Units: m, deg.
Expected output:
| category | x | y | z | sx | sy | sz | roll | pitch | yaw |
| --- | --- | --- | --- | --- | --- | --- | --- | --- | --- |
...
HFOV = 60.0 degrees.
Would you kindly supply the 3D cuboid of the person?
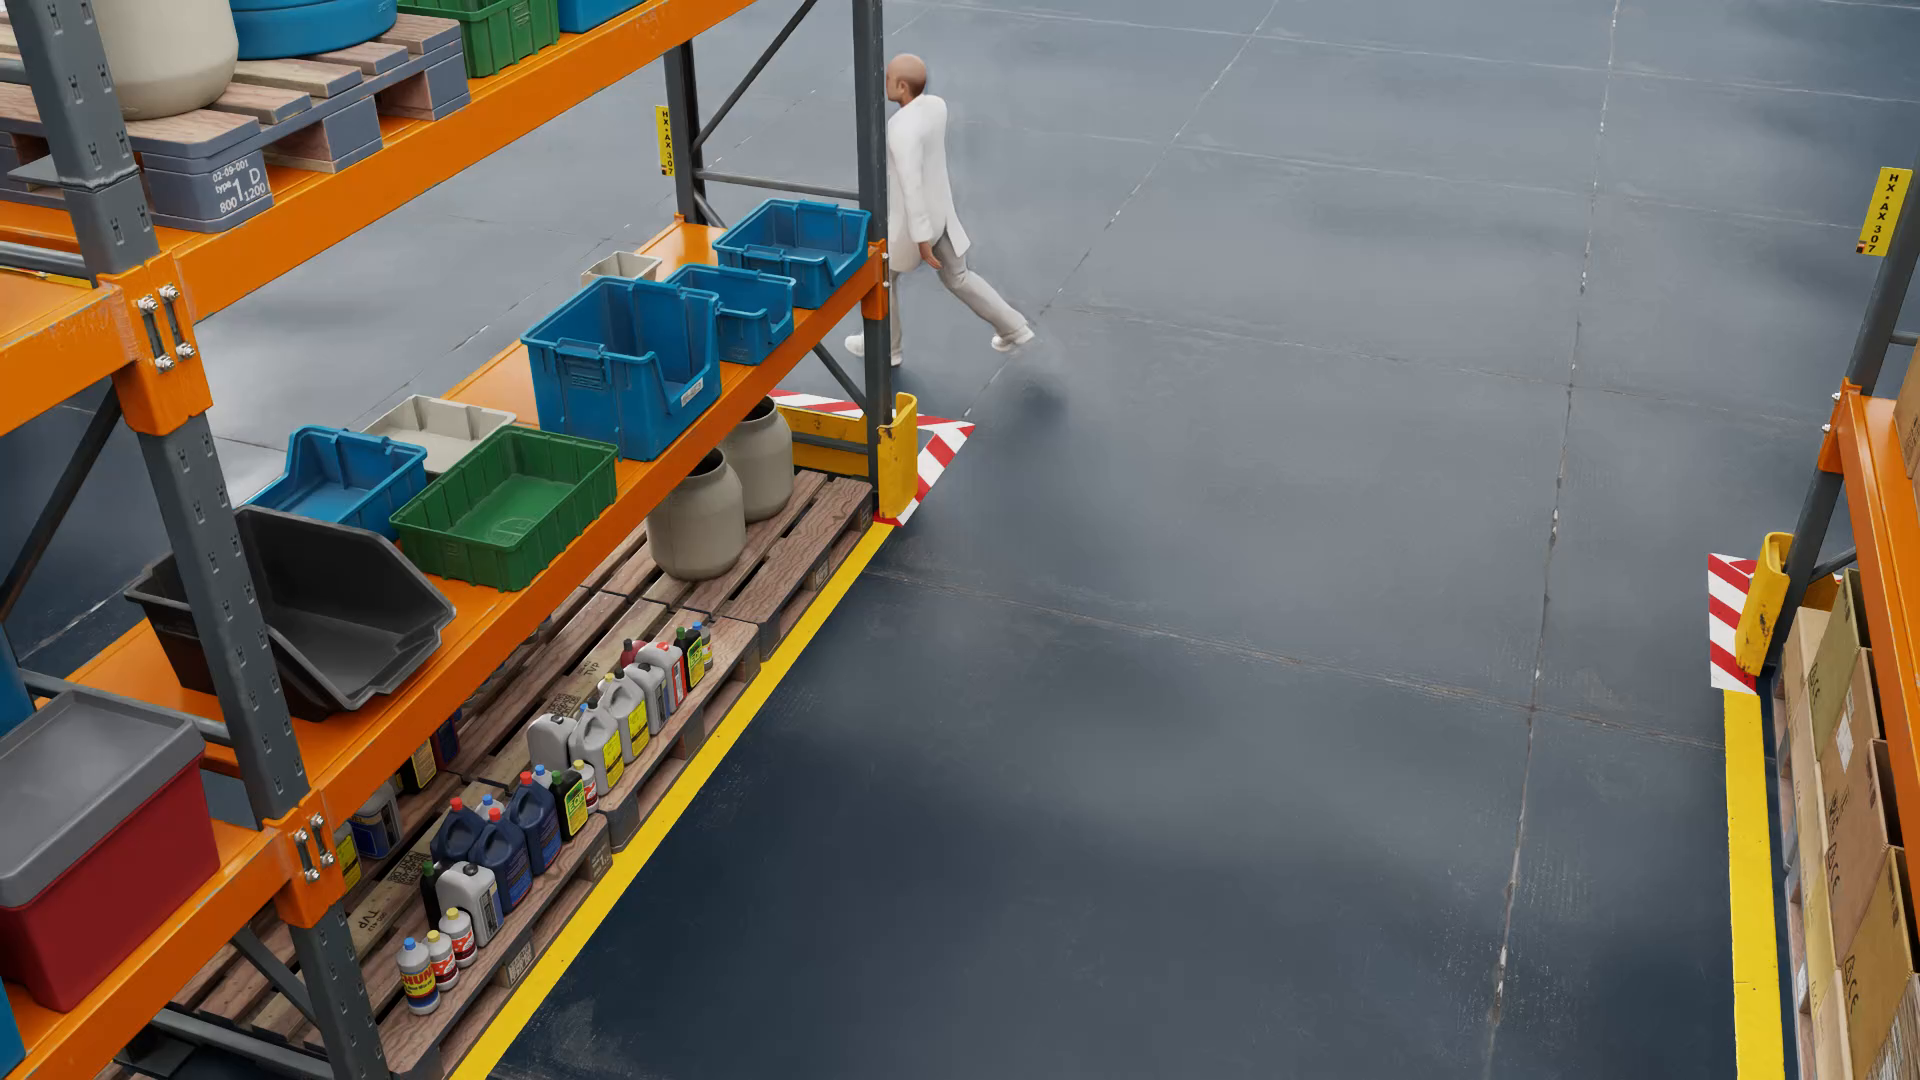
| category | x | y | z | sx | sy | sz | roll | pitch | yaw |
| --- | --- | --- | --- | --- | --- | --- | --- | --- | --- |
| person | -0.144 | -1.694 | 8.781 | 1.100 | 1.730 | 0.614 | 14 | 36 | 21 |
